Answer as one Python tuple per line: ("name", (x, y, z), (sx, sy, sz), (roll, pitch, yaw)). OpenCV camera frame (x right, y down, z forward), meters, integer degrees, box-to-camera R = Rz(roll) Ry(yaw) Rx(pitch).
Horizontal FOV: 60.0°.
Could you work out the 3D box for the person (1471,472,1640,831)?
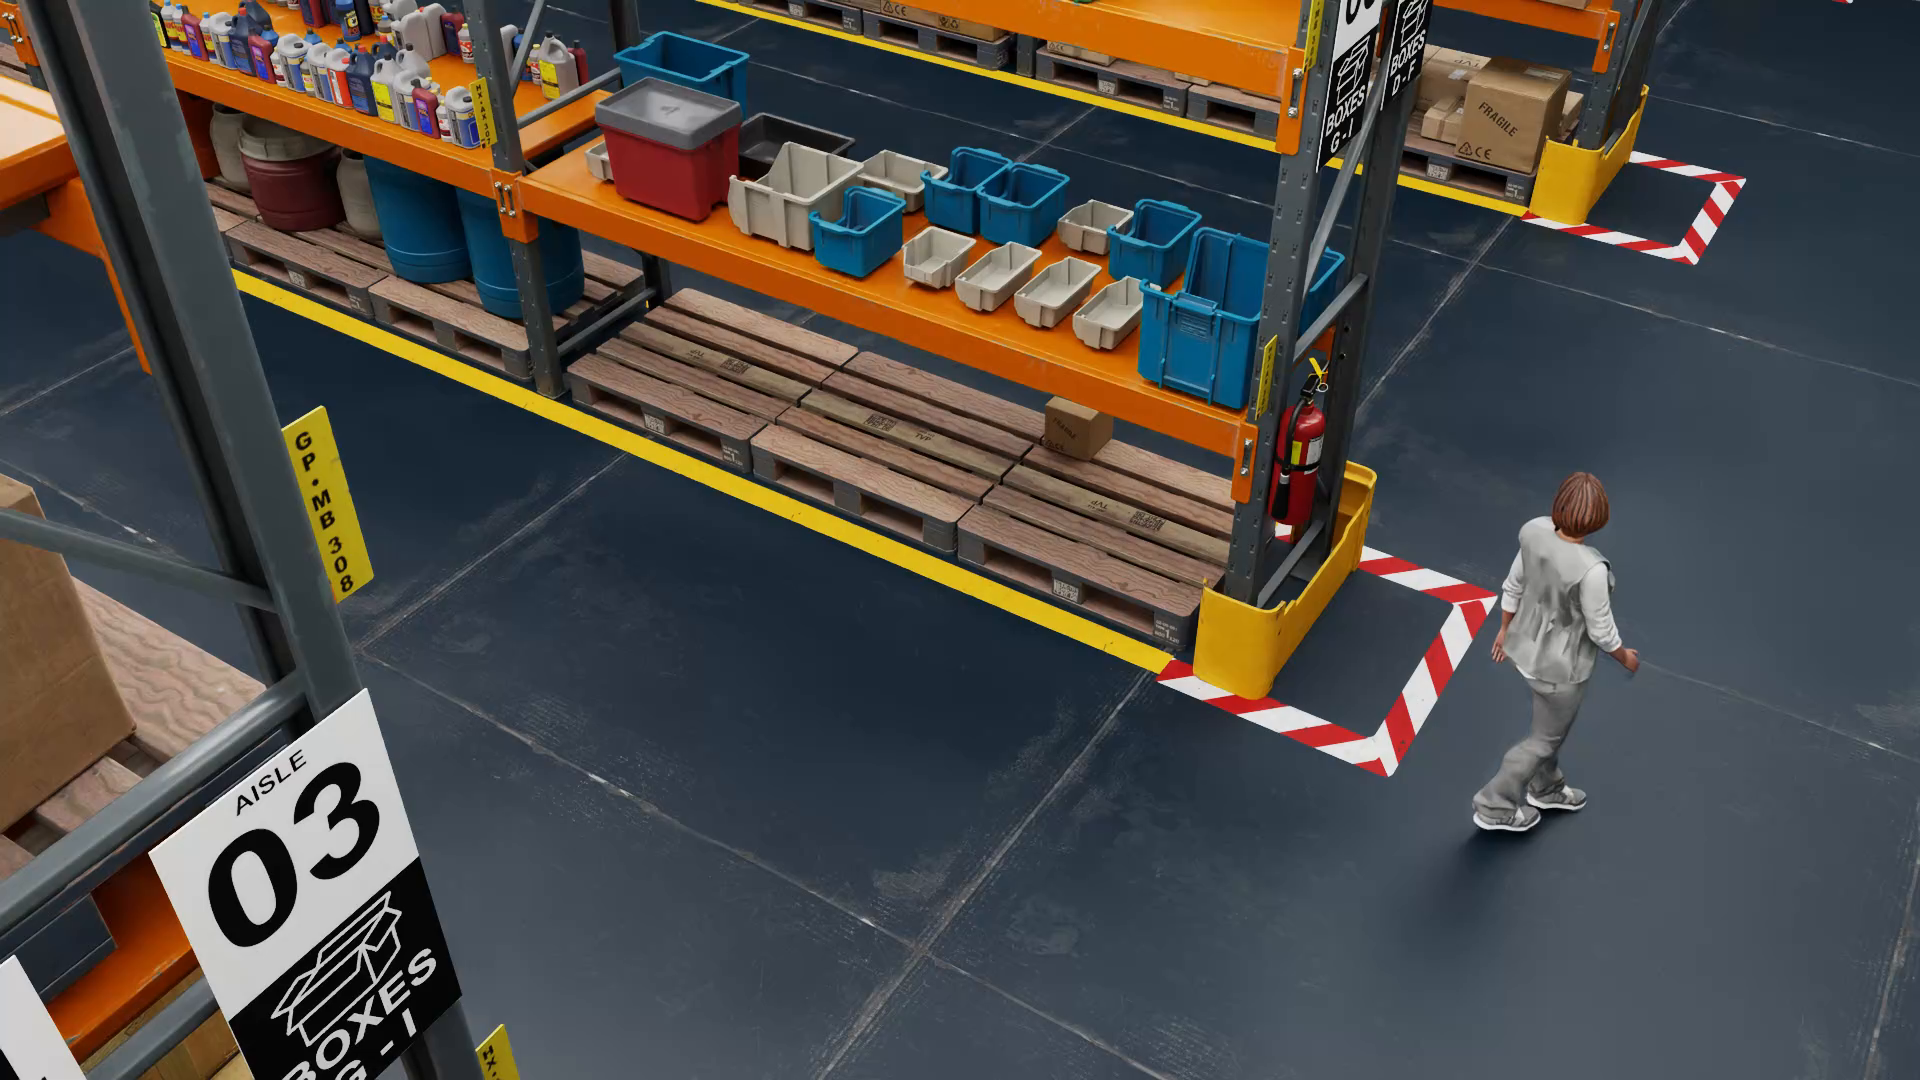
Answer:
("person", (2.225, 0.422, 6.160), (0.540, 1.609, 0.443), (-11, 40, -14))
